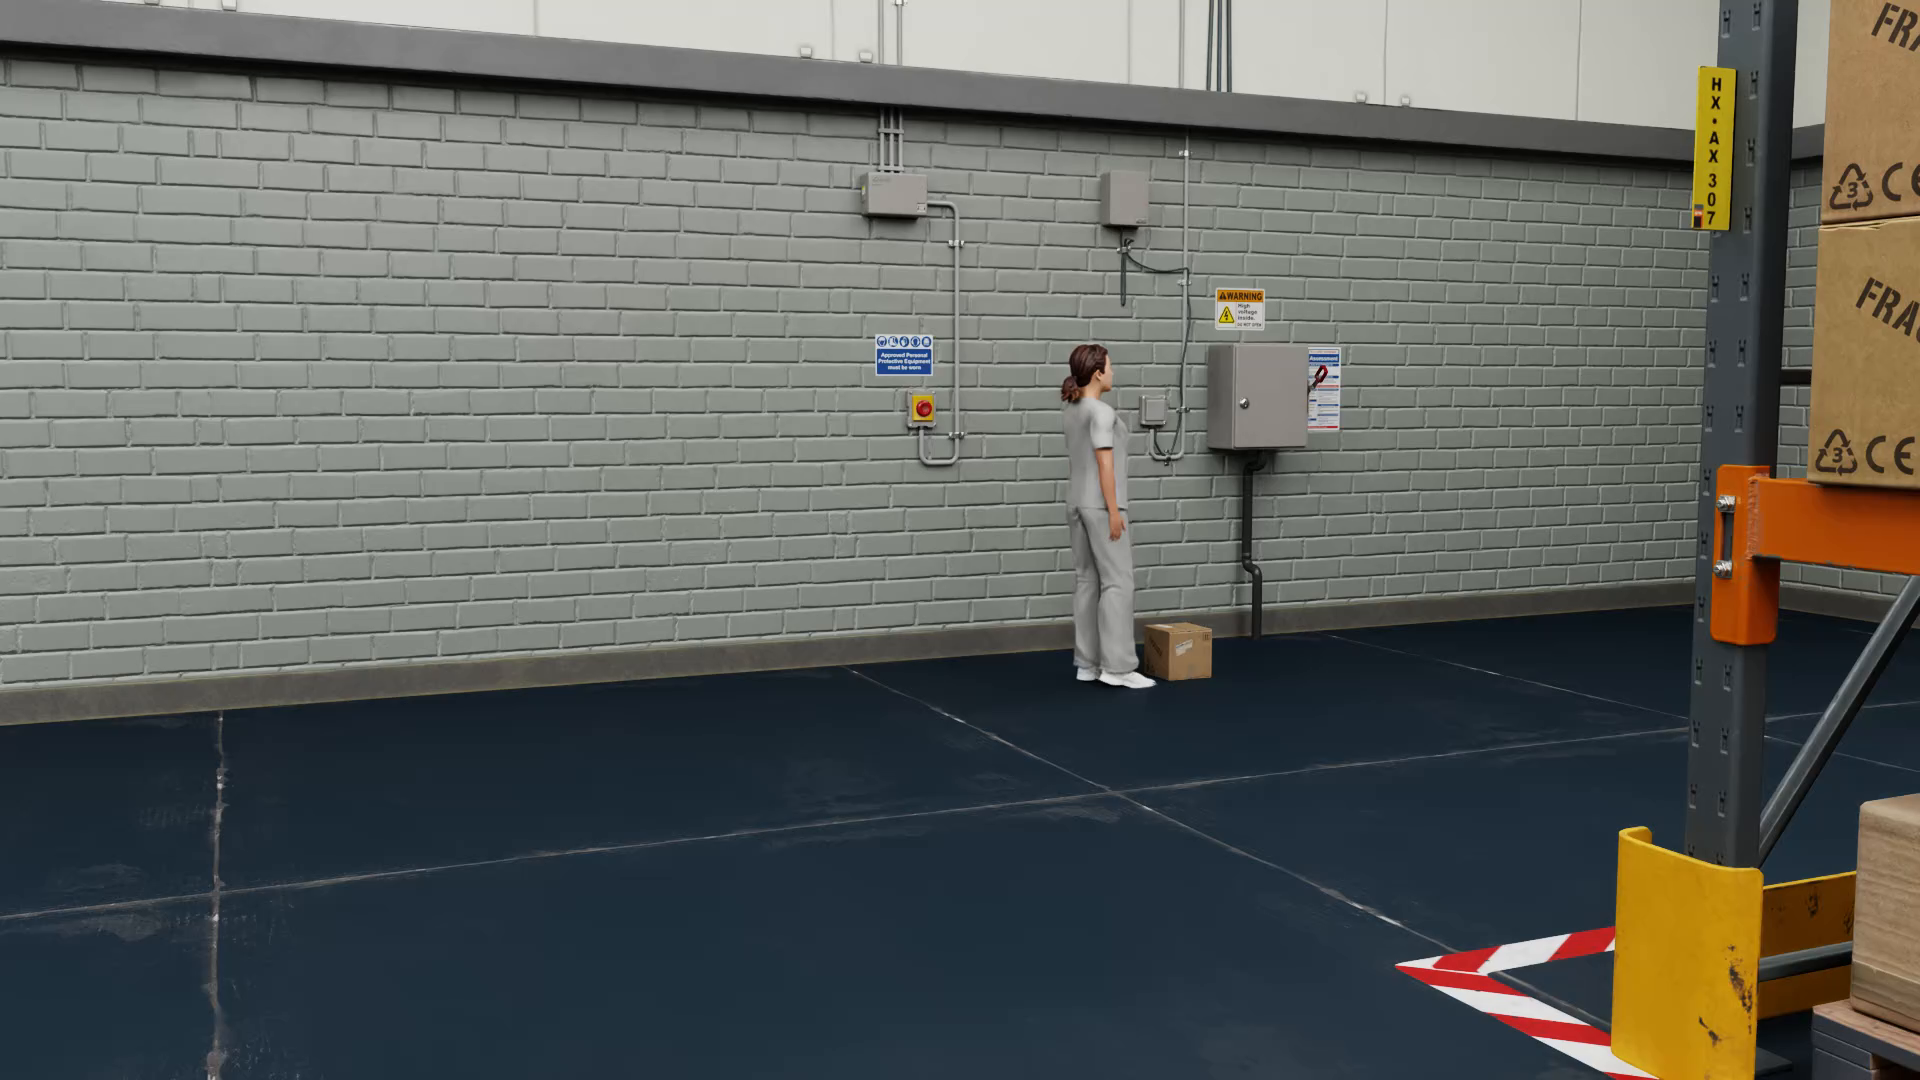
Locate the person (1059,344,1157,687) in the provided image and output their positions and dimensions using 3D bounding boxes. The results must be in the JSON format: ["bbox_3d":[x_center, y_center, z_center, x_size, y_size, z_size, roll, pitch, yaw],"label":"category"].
[{"bbox_3d":[0.705,-0.112,8.249,0.460,1.708,0.450,-2,6,-23],"label":"person"}]
